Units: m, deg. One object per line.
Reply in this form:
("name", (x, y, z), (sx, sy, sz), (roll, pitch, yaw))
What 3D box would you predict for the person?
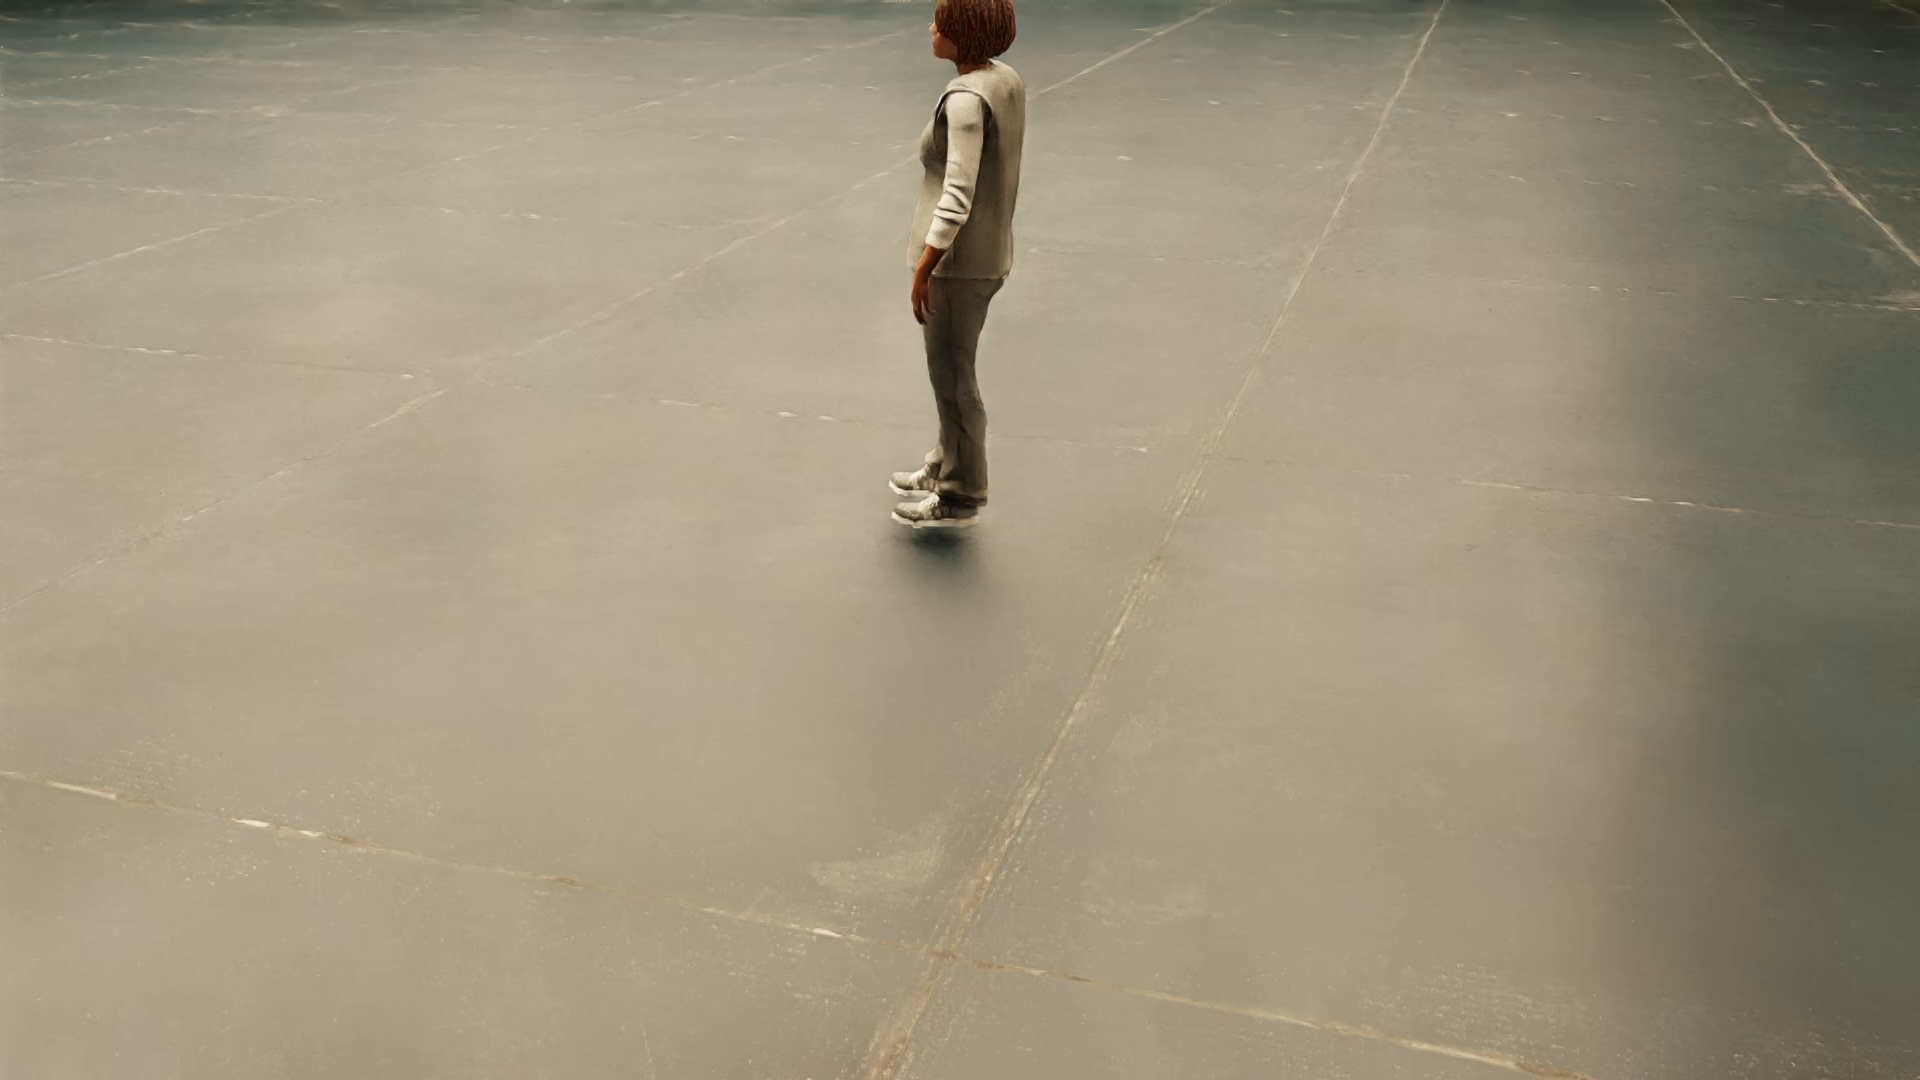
("person", (-0.066, -0.795, 4.830), (0.476, 1.596, 0.521), (7, 23, 16))
